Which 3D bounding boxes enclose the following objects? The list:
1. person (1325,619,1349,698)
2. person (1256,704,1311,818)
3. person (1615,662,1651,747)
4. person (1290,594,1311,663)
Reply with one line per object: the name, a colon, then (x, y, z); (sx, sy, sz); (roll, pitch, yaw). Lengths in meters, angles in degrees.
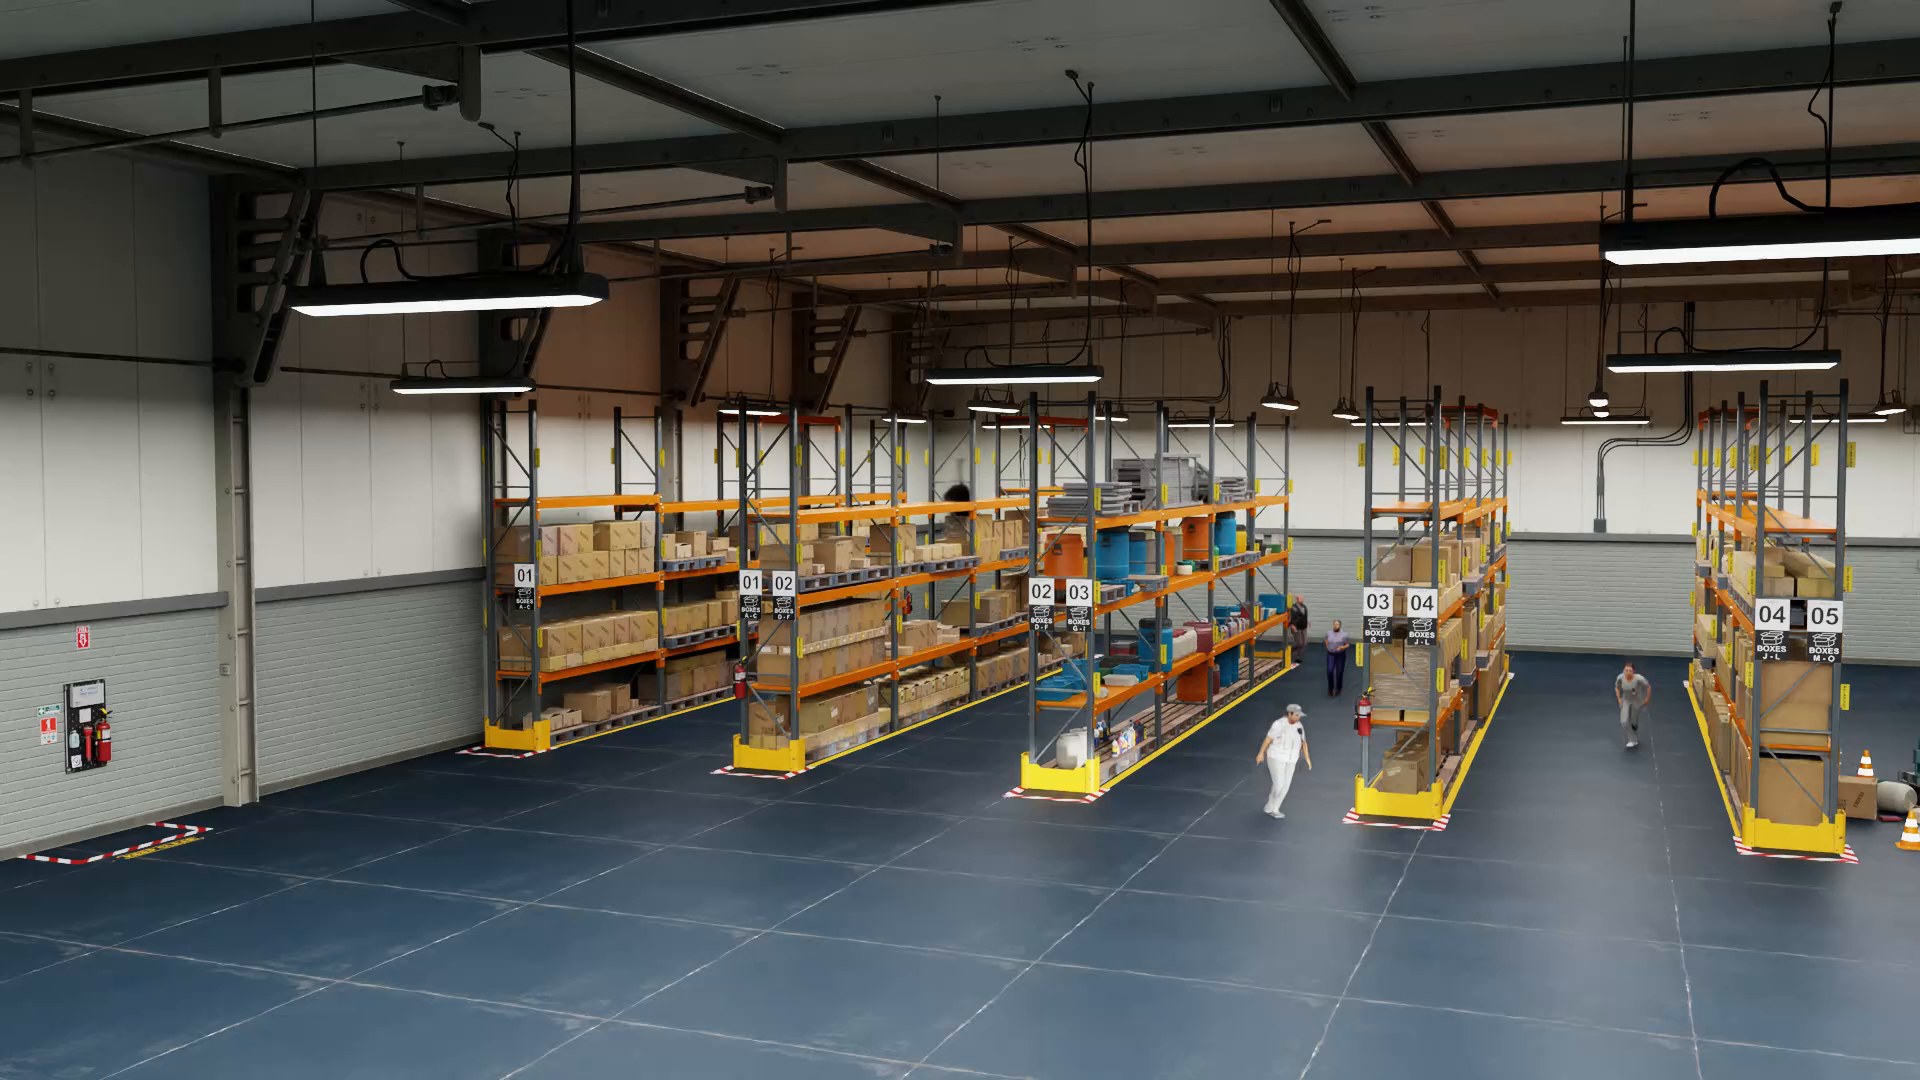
person: (7.907, 2.530, 34.883); (0.497, 1.576, 0.801); (1, 3, 13)
person: (4.503, 3.062, 23.048); (0.613, 1.627, 0.586); (-1, 3, -24)
person: (11.675, 2.837, 28.821); (0.573, 1.499, 0.863); (2, 3, 31)
person: (8.266, 2.160, 40.583); (0.673, 1.678, 0.576); (-2, 3, -33)
